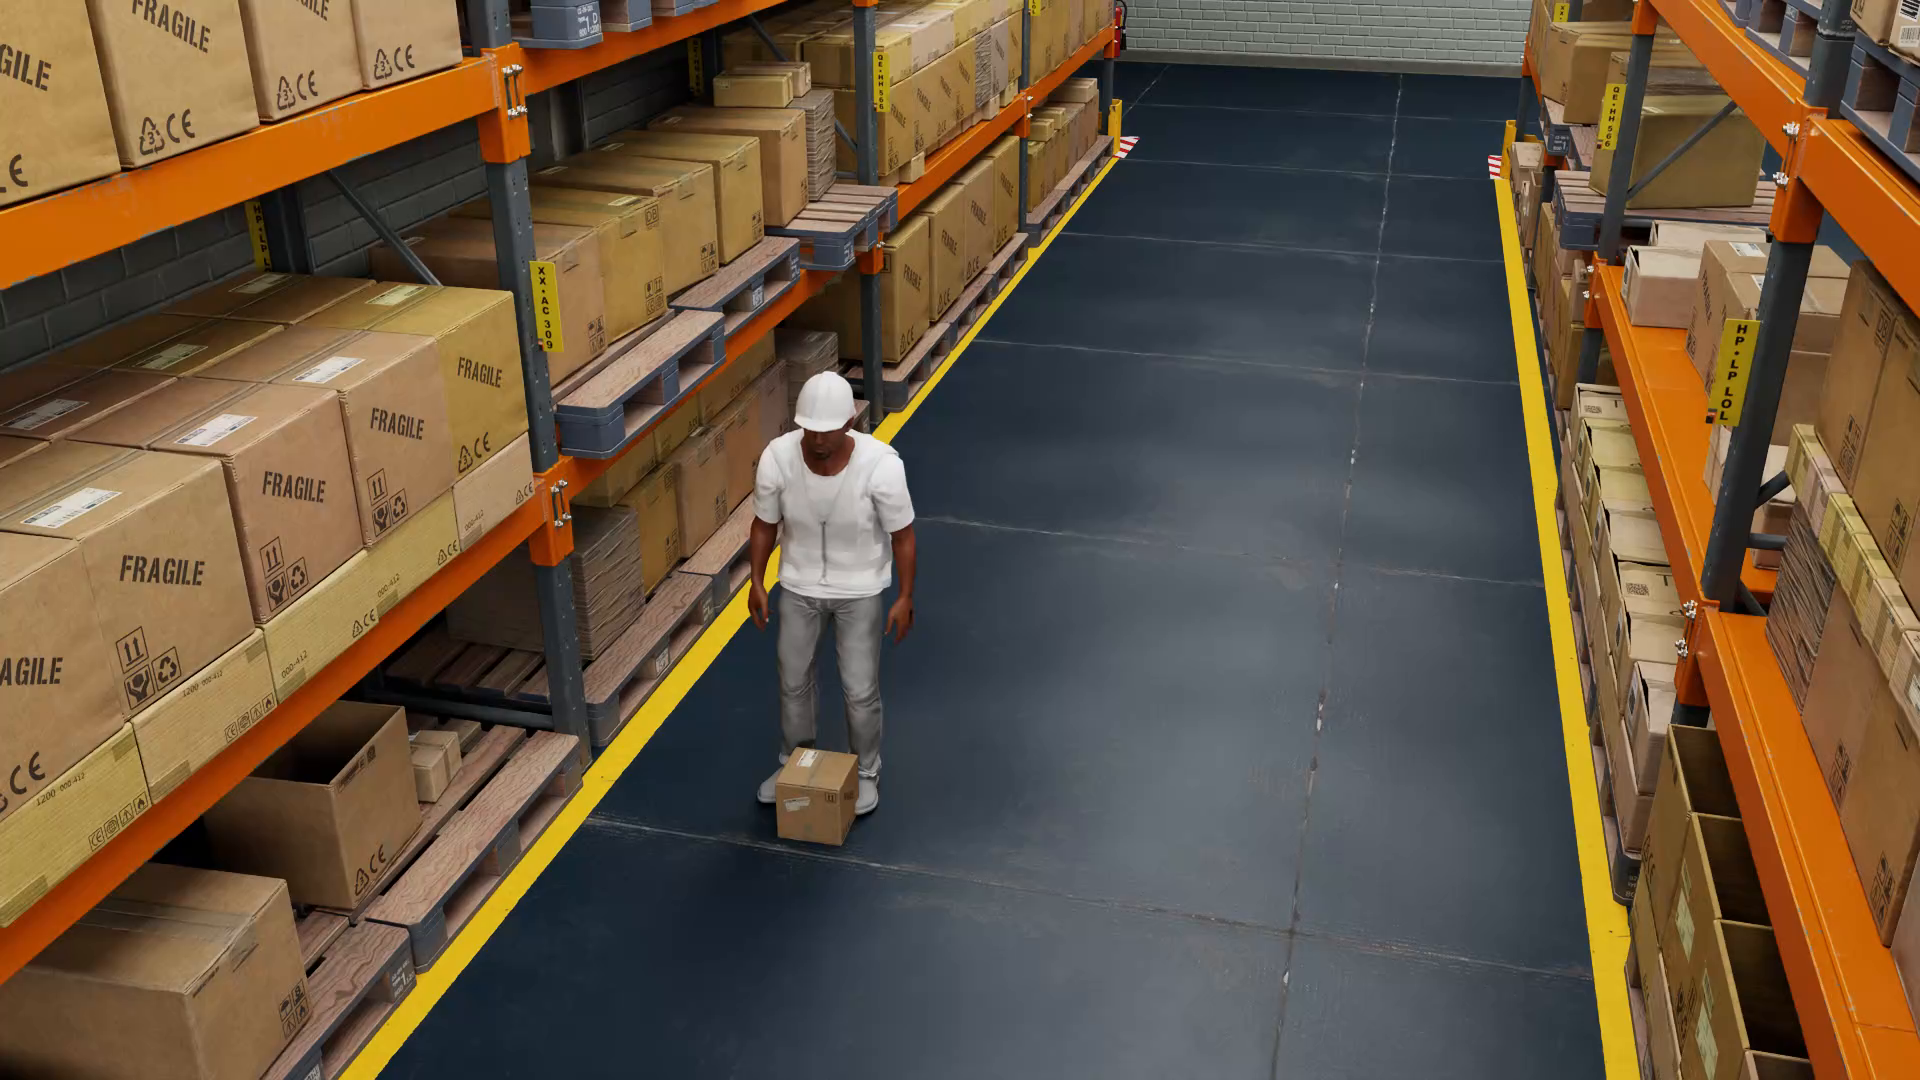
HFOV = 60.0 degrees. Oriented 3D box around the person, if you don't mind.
[{"bbox_3d":[-0.480,0.195,6.173,0.634,1.760,0.460,5,26,10],"label":"person"}]
